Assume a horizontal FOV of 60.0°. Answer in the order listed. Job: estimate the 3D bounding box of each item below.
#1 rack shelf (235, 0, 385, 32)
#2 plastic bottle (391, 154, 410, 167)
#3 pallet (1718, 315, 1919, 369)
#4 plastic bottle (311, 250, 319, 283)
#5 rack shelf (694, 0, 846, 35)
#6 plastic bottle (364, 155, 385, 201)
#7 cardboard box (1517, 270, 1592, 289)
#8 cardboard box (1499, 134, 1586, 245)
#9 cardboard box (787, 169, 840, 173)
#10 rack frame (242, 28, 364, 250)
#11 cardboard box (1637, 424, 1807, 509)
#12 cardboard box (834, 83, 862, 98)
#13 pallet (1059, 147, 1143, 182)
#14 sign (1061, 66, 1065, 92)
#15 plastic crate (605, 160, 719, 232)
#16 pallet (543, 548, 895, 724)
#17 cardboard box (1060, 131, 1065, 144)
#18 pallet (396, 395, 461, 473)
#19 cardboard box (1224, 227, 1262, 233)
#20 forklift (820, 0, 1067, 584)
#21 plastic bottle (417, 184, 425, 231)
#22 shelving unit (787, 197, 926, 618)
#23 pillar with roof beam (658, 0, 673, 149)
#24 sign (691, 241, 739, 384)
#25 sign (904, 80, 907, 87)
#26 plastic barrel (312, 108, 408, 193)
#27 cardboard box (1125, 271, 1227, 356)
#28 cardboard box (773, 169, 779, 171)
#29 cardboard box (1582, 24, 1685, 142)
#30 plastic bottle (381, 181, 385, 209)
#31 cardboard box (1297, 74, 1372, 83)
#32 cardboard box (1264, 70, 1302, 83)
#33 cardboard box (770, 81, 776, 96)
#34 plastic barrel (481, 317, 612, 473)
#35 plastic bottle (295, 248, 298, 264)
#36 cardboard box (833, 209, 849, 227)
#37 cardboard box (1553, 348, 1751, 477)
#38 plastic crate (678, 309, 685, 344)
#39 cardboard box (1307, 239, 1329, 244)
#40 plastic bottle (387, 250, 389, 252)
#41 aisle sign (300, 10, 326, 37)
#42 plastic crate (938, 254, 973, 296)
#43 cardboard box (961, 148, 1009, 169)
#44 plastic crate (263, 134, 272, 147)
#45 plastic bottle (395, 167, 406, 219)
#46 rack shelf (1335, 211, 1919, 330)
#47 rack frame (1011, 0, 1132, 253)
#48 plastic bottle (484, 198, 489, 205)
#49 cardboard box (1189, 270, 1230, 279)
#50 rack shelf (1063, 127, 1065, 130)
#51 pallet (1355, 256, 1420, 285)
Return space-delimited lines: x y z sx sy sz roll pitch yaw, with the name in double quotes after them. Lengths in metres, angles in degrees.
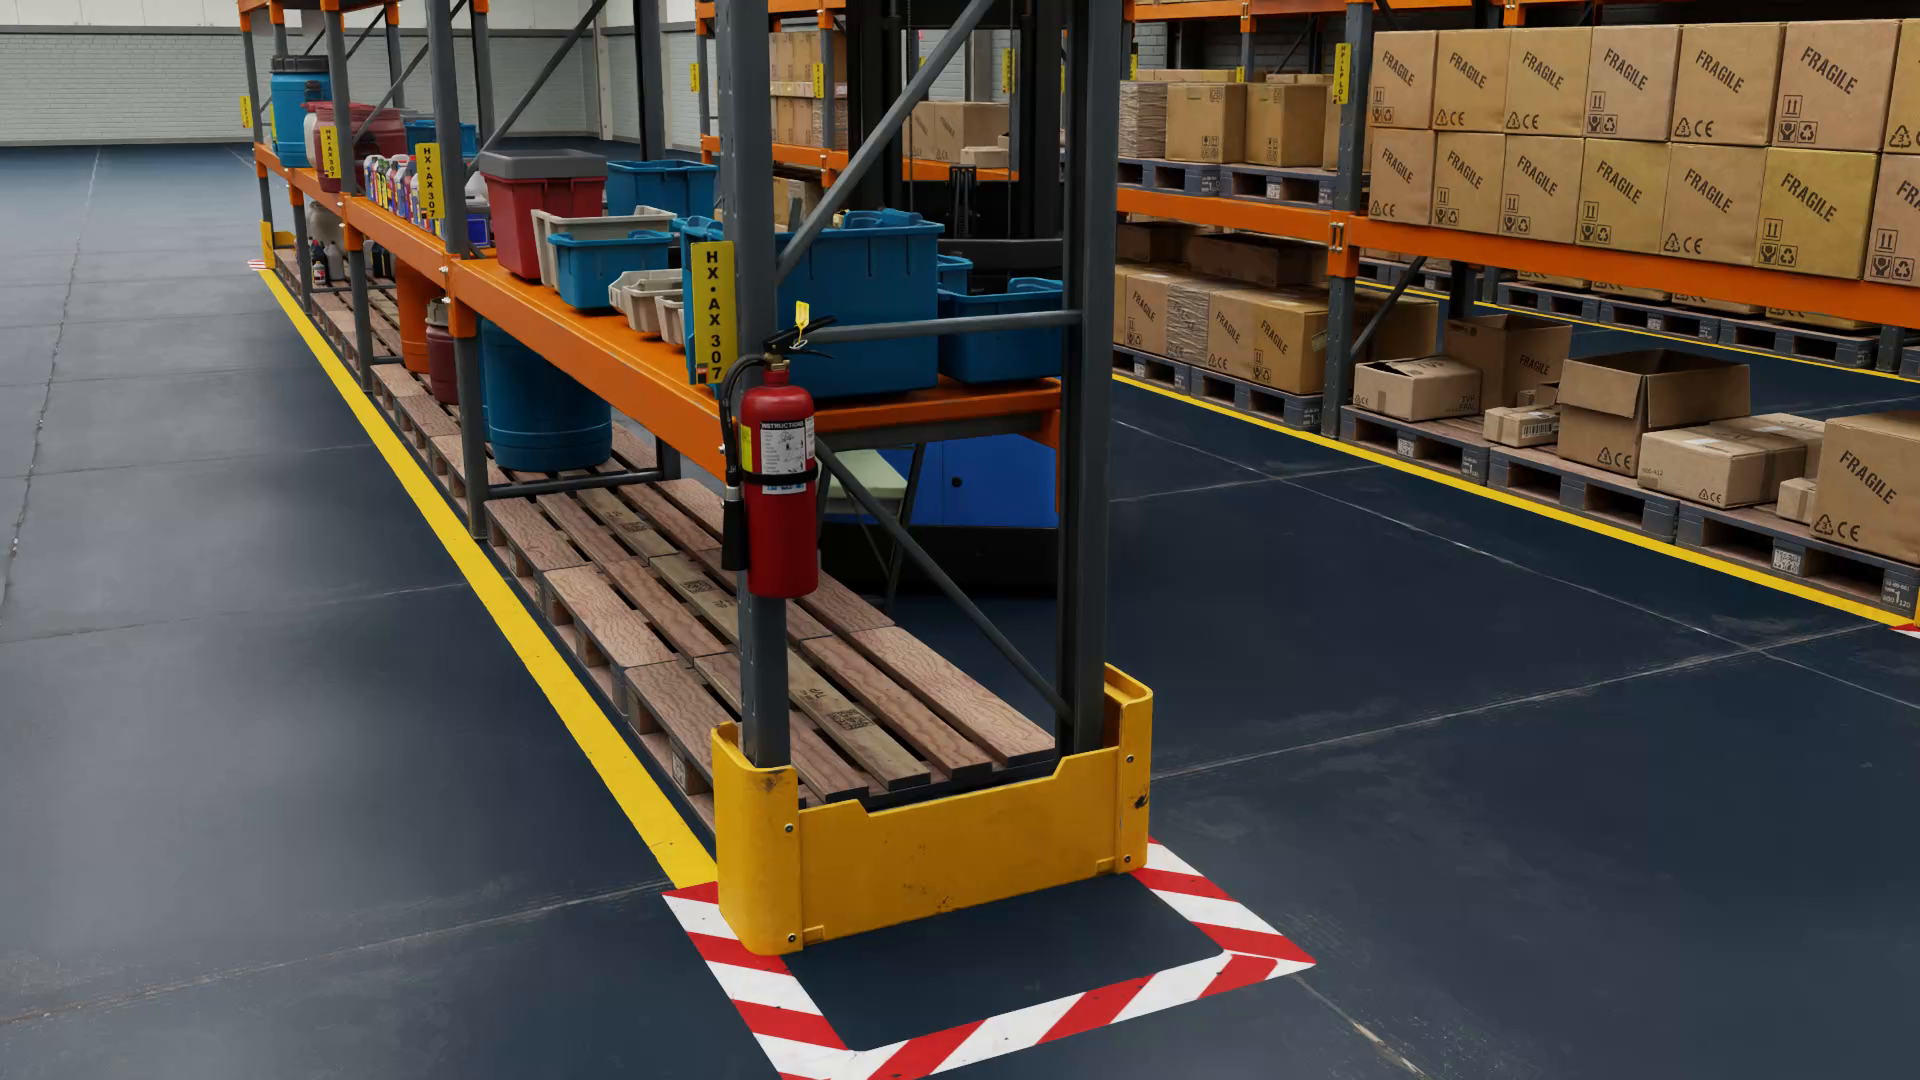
-6.212 -5.084 15.895 1.077 0.370 4.000 -8 18 -25 "rack shelf"
-3.548 -2.313 10.597 0.152 0.276 0.135 -8 18 -25 "plastic bottle"
6.669 -1.548 12.761 1.003 0.211 1.213 -8 18 -25 "pallet"
-5.843 -2.477 15.073 0.061 0.283 0.133 -7 17 -22 "plastic bottle"
-1.758 -5.682 17.978 1.077 0.370 4.000 -8 18 -25 "rack shelf"
-3.685 -2.294 10.533 0.152 0.276 0.135 -8 18 -25 "plastic bottle"
5.526 -2.668 14.745 0.750 0.750 0.750 -8 18 -26 "cardboard box"
3.046 -1.744 8.209 0.500 0.500 0.500 -8 18 -25 "cardboard box"
-1.680 -3.979 19.043 0.500 0.500 0.500 -8 18 -25 "cardboard box"
-7.088 -4.484 17.938 1.000 3.000 0.127 -8 18 -25 "rack frame"
3.527 -0.348 7.714 0.500 0.250 0.500 -8 18 -25 "cardboard box"
-1.193 -4.491 16.606 0.380 0.149 0.250 -8 18 -25 "cardboard box"
1.231 -2.846 12.579 1.213 0.211 1.003 -8 18 -25 "pallet"
1.330 -6.032 21.762 0.100 0.325 0.005 -8 18 -25 "sign"
-1.320 -1.455 7.304 0.392 0.384 0.575 -8 18 -25 "plastic crate"
-0.936 0.312 6.279 1.003 0.211 1.213 -8 18 -25 "pallet"
0.751 -3.151 13.453 0.500 0.311 0.500 -6 17 -21 "cardboard box"
-2.670 -0.667 9.694 1.003 0.211 1.213 -8 18 -25 "pallet"
3.308 -3.668 19.433 0.380 0.166 0.250 -10 19 -32 "cardboard box"
0.051 -1.582 7.949 1.130 2.935 3.031 1 16 4 "forklift"
-2.734 -1.757 8.659 0.152 0.276 0.135 -8 18 -25 "plastic bottle"
-0.468 -0.499 6.549 0.431 1.500 0.755 1 24 -28 "shelving unit"
-11.482 -13.927 39.966 9.100 9.000 0.400 -8 18 -25 "pillar with roof beam"
-0.566 -0.525 3.845 0.100 0.325 0.005 -8 18 -25 "sign"
-0.931 -8.137 29.640 0.001 0.109 0.331 -8 18 -25 "sign"
-4.059 -2.644 11.280 0.600 0.536 0.708 -8 18 -25 "plastic barrel"
1.496 -1.578 11.544 0.500 0.500 0.500 -8 18 -27 "cardboard box"
-2.378 -4.039 19.250 0.500 0.500 0.500 -8 18 -25 "cardboard box"
3.255 -2.101 7.639 0.500 0.500 0.500 -7 17 -23 "cardboard box"
-3.397 -2.079 9.916 0.097 0.201 0.097 0 16 0 "plastic bottle"
4.000 -4.679 17.639 0.700 0.500 0.500 -6 17 -19 "cardboard box"
3.552 -5.129 19.062 0.500 0.500 0.500 -8 18 -26 "cardboard box"
-1.867 -4.872 17.932 0.380 0.149 0.250 -7 17 -23 "cardboard box"
-2.054 -0.839 8.278 0.600 0.901 0.708 -8 18 -25 "plastic barrel"
-6.529 -2.838 16.476 0.097 0.201 0.097 0 16 0 "plastic bottle"
-0.925 -3.107 16.346 0.500 0.311 0.500 -8 18 -25 "cardboard box"
3.451 -0.652 8.315 0.797 0.503 0.637 -8 18 -25 "cardboard box"
-0.599 -0.599 4.770 0.396 0.136 0.243 -8 18 -25 "plastic crate"
4.179 -3.397 17.883 0.700 0.500 0.500 -8 18 -26 "cardboard box"
-5.317 -2.681 15.659 0.144 0.351 0.185 -7 17 -23 "plastic bottle"
-6.853 -5.787 17.767 0.394 0.787 0.004 -8 18 -25 "aisle sign"
-0.180 -0.729 5.049 0.416 0.233 0.300 -8 18 -25 "plastic crate"
0.228 -3.167 13.804 0.380 0.149 0.250 -8 18 -25 "cardboard box"
-6.986 -4.096 17.066 0.298 0.136 0.250 -8 18 -25 "plastic crate"
-3.077 -1.950 9.334 0.152 0.276 0.135 -8 18 -25 "plastic bottle"
3.499 -1.264 8.023 1.077 0.370 4.000 -8 18 -25 "rack shelf"
0.871 -3.098 13.108 1.000 3.000 0.127 -8 18 -25 "rack frame"
-2.351 -1.582 8.186 0.097 0.201 0.097 0 16 0 "plastic bottle"
1.953 -1.647 11.785 0.500 0.500 0.500 -8 18 -27 "cardboard box"
2.694 -4.839 20.481 1.077 0.370 4.000 -8 18 -25 "rack shelf"
4.451 -2.853 17.311 1.003 0.211 1.213 -8 18 -25 "pallet"
